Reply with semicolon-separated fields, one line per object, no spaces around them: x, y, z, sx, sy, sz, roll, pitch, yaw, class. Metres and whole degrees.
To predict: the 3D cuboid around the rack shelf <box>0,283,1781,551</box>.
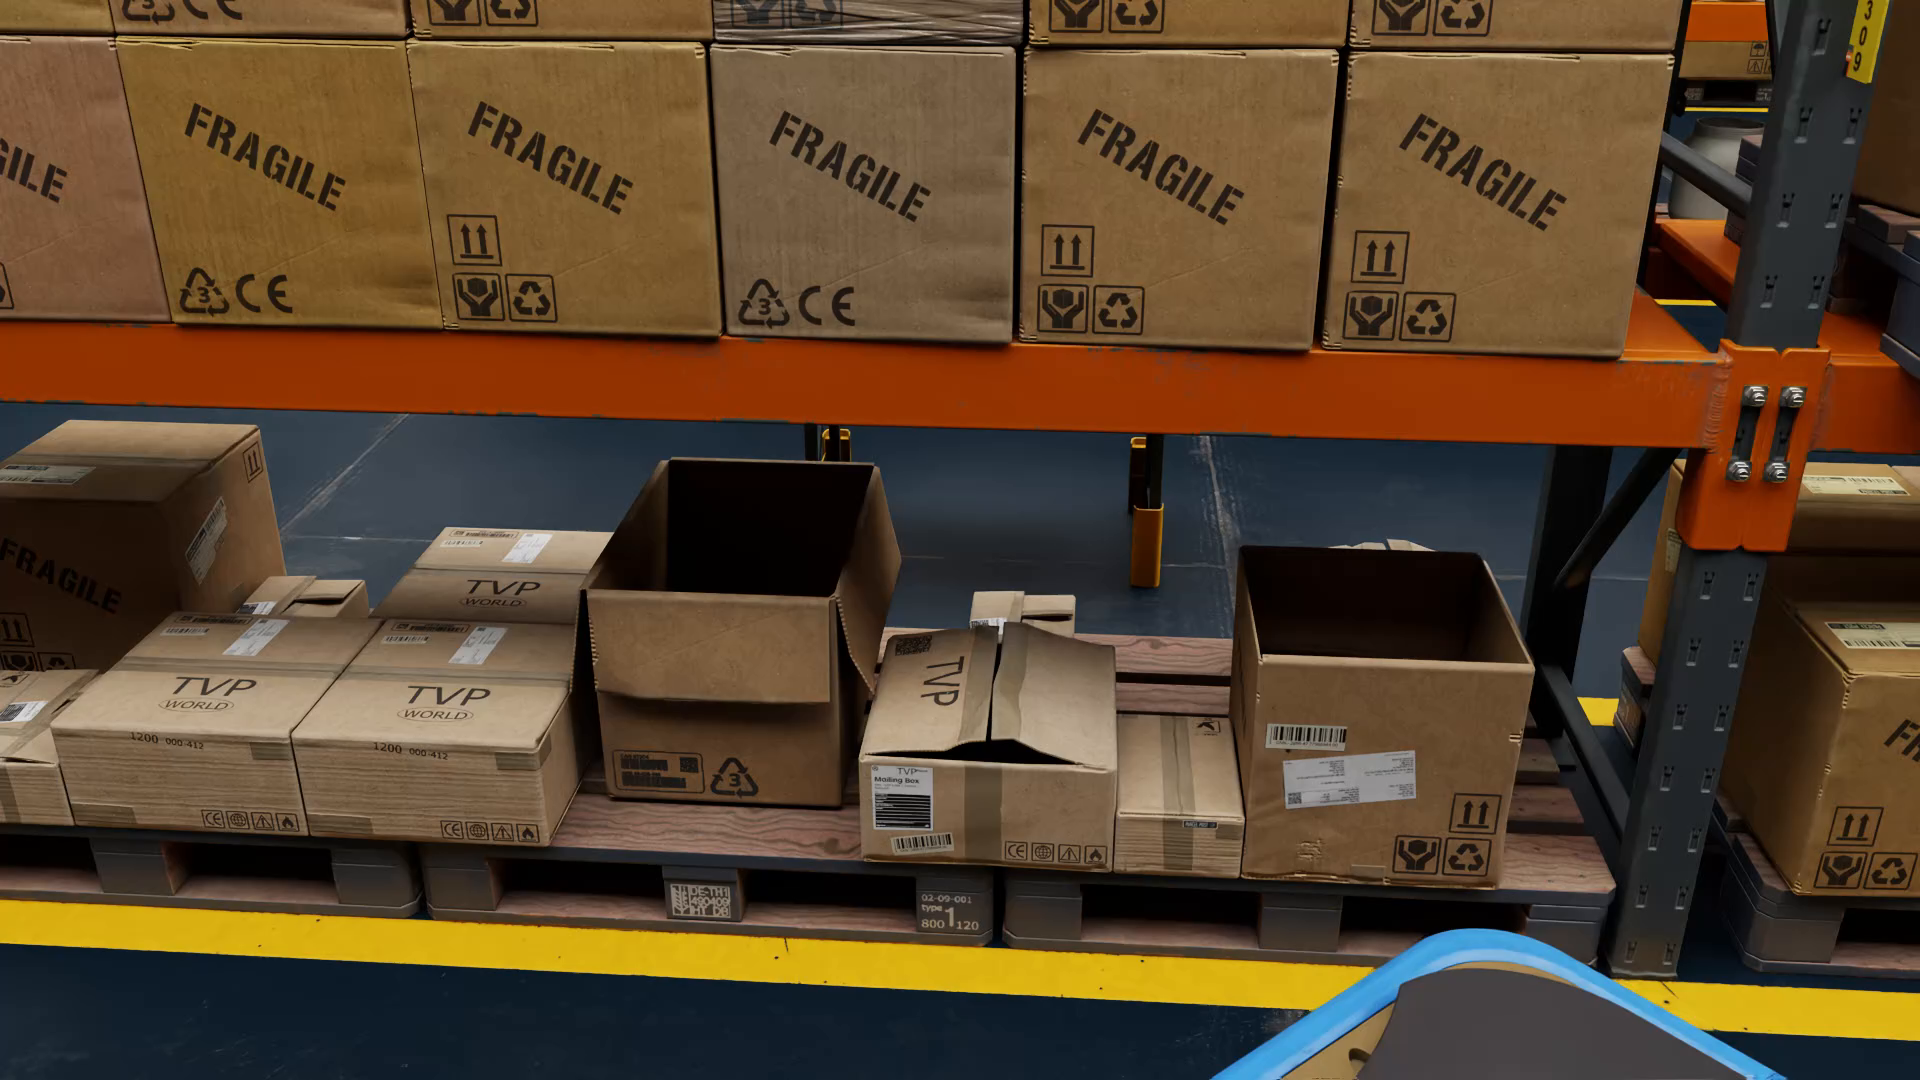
-0.585;-0.426;3.448;4.000;0.370;1.077;2;25;4;rack shelf

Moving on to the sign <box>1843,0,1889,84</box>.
1.375;-0.856;2.485;0.005;0.325;0.100;2;25;4;sign

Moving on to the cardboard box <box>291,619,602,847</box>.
-1.062;0.400;3.555;0.500;0.250;0.500;2;25;4;cardboard box

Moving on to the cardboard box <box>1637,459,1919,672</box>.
1.923;0.143;3.814;0.500;0.500;0.500;2;25;4;cardboard box

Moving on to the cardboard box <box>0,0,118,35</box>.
-1.635;-1.179;2.908;0.500;0.500;0.500;2;25;5;cardboard box

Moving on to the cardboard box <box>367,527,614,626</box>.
-1.074;0.190;4.012;0.500;0.250;0.500;2;25;4;cardboard box

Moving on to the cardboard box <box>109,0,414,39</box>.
-1.137;-1.161;2.868;0.500;0.500;0.500;2;25;5;cardboard box

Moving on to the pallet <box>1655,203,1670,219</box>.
3.778;-1.406;8.054;1.213;0.211;1.003;2;25;4;pallet

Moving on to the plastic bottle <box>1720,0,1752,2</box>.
3.379;-2.486;7.213;0.135;0.276;0.152;2;25;4;plastic bottle

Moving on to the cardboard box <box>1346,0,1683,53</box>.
0.885;-1.097;2.729;0.500;0.500;0.500;2;25;4;cardboard box

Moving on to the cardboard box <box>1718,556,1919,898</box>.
1.872;0.364;3.335;0.500;0.500;0.500;1;25;2;cardboard box

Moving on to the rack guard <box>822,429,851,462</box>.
-0.421;-0.127;5.227;0.087;0.250;0.587;2;25;4;rack guard

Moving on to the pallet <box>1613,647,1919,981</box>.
2.223;0.588;3.719;1.213;0.211;1.003;2;25;4;pallet

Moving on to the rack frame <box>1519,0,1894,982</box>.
1.409;-0.689;3.158;0.127;3.000;1.000;2;25;4;rack frame

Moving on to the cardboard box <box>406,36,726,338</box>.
-0.644;-0.690;3.041;0.500;0.500;0.500;2;25;5;cardboard box

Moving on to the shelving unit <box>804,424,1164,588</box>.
0.076;-0.679;4.931;1.083;1.500;0.587;2;25;4;shelving unit

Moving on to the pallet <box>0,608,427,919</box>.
-1.709;0.478;3.960;1.213;0.211;1.003;2;25;4;pallet

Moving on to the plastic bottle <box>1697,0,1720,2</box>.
3.261;-2.445;7.212;0.097;0.201;0.097;0;25;0;plastic bottle

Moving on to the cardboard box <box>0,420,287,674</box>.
-2.018;0.034;4.053;0.500;0.500;0.500;2;25;4;cardboard box

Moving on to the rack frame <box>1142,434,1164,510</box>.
0.592;-0.662;4.895;0.032;1.500;0.500;2;25;4;rack frame

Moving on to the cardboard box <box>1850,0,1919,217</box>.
1.864;-0.817;2.814;0.500;0.500;0.700;-6;25;-14;cardboard box

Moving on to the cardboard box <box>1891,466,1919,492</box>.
2.415;0.163;3.772;0.500;0.500;0.500;2;25;4;cardboard box

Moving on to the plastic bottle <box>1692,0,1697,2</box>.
3.147;-2.494;7.229;0.135;0.276;0.152;2;25;4;plastic bottle

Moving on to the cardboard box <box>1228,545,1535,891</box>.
0.819;0.347;3.372;0.500;0.500;0.500;2;25;4;cardboard box

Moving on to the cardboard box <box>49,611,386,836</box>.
-1.561;0.384;3.590;0.500;0.250;0.500;2;25;4;cardboard box

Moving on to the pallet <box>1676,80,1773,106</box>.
5.379;-3.479;12.559;1.213;0.211;1.003;2;25;4;pallet

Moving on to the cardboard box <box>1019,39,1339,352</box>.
0.377;-0.659;2.975;0.500;0.500;0.500;3;25;5;cardboard box

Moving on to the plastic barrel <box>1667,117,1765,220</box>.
3.595;-1.711;7.854;0.421;0.512;0.421;0;25;0;plastic barrel

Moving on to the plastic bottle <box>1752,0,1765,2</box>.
3.492;-2.469;7.181;0.097;0.271;0.097;0;25;0;plastic bottle

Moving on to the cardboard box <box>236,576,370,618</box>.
-1.622;0.236;4.013;0.250;0.166;0.380;2;25;4;cardboard box

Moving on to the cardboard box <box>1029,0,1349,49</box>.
0.374;-1.112;2.762;0.500;0.500;0.500;1;25;3;cardboard box

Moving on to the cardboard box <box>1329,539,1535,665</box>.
1.007;0.229;3.854;0.500;0.311;0.500;2;25;4;cardboard box

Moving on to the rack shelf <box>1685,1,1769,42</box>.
3.786;-2.362;7.656;4.000;0.370;1.077;2;25;4;rack shelf

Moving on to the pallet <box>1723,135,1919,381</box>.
2.197;-0.531;3.044;1.213;0.211;1.003;2;25;4;pallet

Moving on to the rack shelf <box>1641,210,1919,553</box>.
3.403;-0.298;3.170;4.000;0.370;1.077;2;25;4;rack shelf

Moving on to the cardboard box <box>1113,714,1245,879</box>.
0.440;0.519;3.417;0.250;0.149;0.380;2;25;4;cardboard box

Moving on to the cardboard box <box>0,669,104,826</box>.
-1.939;0.435;3.579;0.250;0.166;0.380;2;25;4;cardboard box

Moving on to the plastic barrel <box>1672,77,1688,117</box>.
3.039;-1.944;7.893;0.708;0.901;0.600;2;25;4;plastic barrel

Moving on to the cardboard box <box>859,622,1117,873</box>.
0.071;0.409;3.463;0.500;0.311;0.500;2;25;4;cardboard box

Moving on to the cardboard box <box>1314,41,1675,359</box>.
0.891;-0.643;2.940;0.500;0.500;0.500;2;25;5;cardboard box

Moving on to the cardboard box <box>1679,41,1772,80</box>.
5.473;-3.946;12.276;0.875;0.875;1.225;1;25;2;cardboard box

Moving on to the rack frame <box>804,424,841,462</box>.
-0.422;-0.695;4.966;0.032;1.500;0.500;2;25;4;rack frame

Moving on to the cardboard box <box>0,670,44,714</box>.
-2.188;0.435;3.600;0.250;0.149;0.380;2;25;4;cardboard box

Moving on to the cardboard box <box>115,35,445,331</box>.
-1.142;-0.707;3.077;0.500;0.500;0.500;2;25;4;cardboard box

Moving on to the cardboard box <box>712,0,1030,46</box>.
-0.129;-1.128;2.798;0.500;0.500;0.500;2;25;4;cardboard box

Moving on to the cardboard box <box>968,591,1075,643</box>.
0.144;0.271;3.935;0.250;0.166;0.380;2;25;4;cardboard box

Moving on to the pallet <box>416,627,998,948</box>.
-0.496;0.518;3.873;1.213;0.211;1.003;2;25;4;pallet

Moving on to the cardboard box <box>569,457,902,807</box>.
-0.465;0.187;3.714;0.637;0.503;0.797;2;25;4;cardboard box

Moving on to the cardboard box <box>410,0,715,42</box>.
-0.630;-1.145;2.834;0.500;0.500;0.500;2;25;4;cardboard box

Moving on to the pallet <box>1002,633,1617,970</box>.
0.724;0.556;3.790;1.213;0.211;1.003;2;25;4;pallet

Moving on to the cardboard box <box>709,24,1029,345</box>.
-0.136;-0.675;3.008;0.500;0.500;0.500;2;25;5;cardboard box

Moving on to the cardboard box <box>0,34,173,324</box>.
-1.642;-0.724;3.115;0.500;0.500;0.500;2;25;3;cardboard box

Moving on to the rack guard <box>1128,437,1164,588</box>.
0.573;-0.095;5.158;0.087;0.250;0.587;2;25;4;rack guard
